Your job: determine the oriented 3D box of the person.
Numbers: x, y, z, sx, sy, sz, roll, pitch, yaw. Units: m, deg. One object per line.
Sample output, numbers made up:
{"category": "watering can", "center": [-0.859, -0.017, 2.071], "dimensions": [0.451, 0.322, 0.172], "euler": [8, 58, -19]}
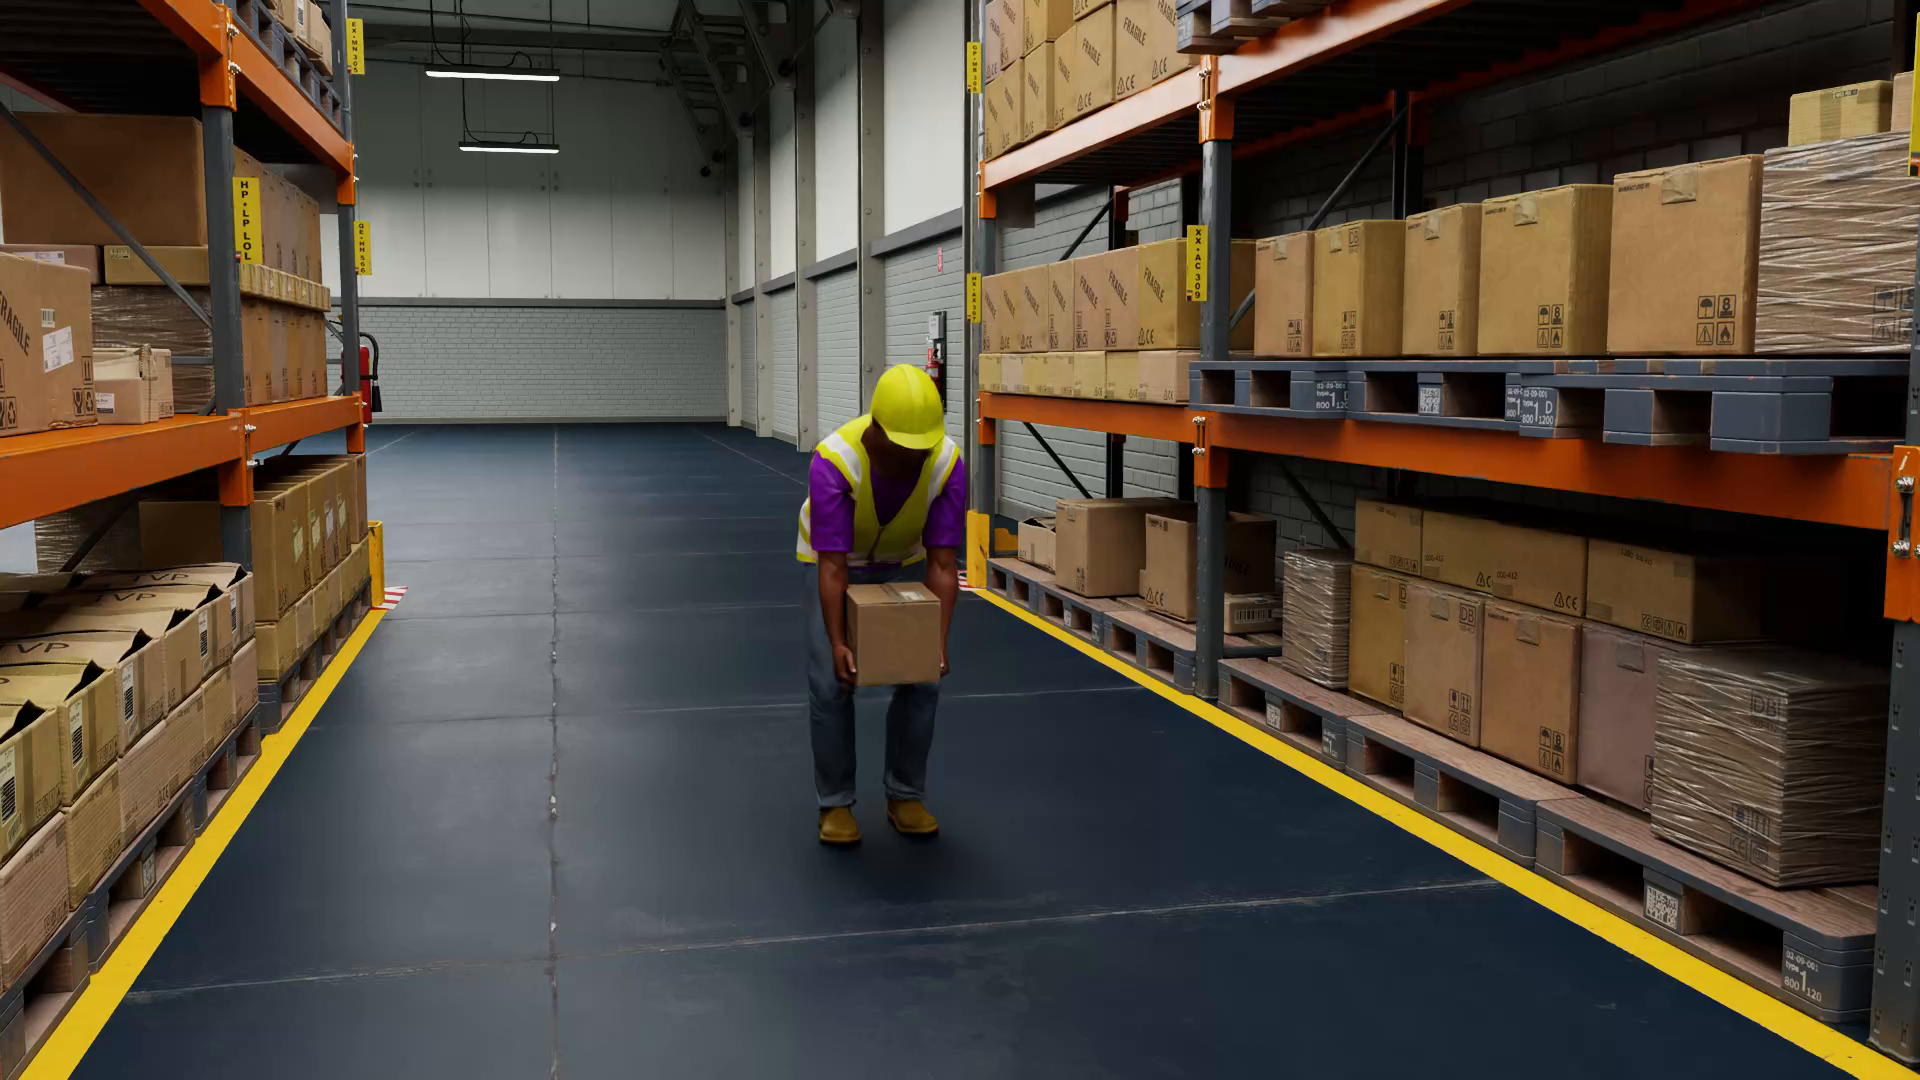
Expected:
{"category": "person", "center": [-0.232, 0.209, 5.143], "dimensions": [0.488, 1.497, 0.832], "euler": [-2, 6, -15]}
